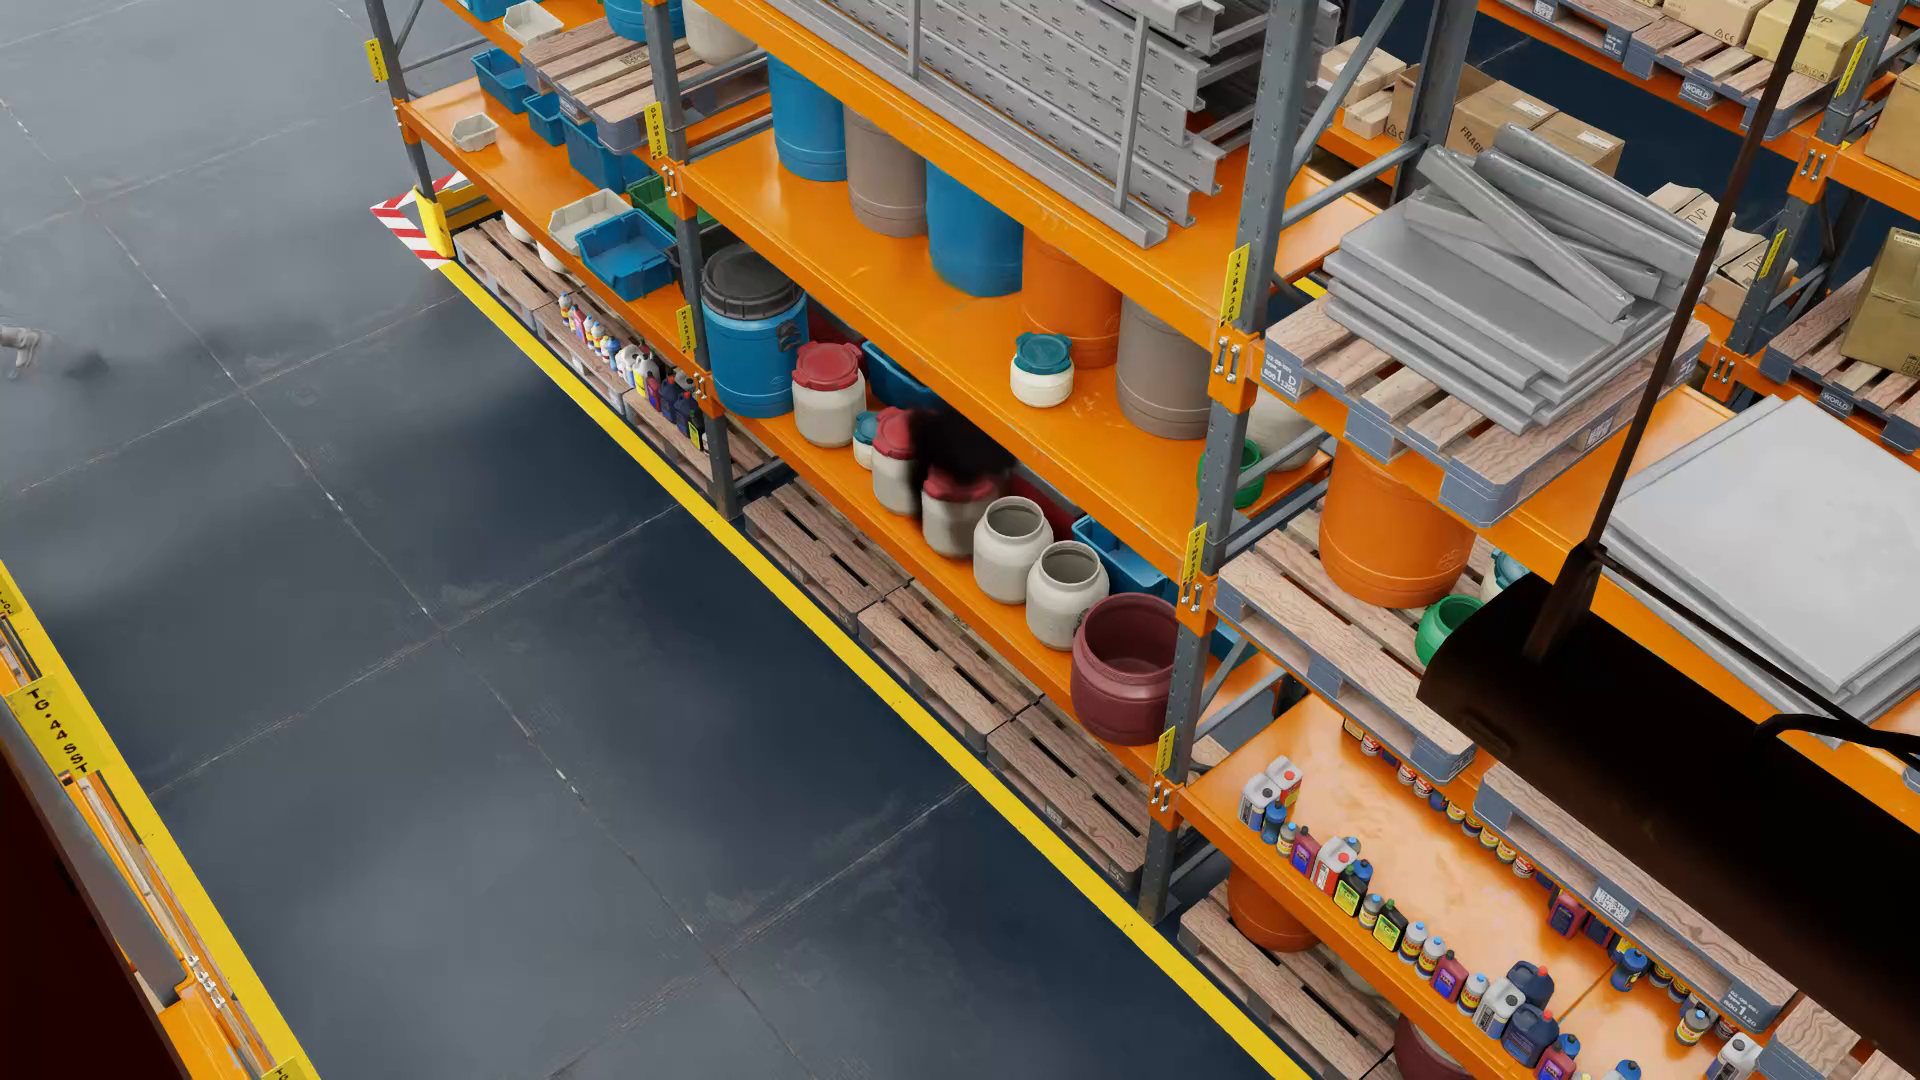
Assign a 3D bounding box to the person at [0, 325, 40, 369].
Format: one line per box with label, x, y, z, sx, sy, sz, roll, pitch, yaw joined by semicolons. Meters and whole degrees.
person;-7.101;-1.709;11.470;1.038;1.711;0.726;-12;48;-11
